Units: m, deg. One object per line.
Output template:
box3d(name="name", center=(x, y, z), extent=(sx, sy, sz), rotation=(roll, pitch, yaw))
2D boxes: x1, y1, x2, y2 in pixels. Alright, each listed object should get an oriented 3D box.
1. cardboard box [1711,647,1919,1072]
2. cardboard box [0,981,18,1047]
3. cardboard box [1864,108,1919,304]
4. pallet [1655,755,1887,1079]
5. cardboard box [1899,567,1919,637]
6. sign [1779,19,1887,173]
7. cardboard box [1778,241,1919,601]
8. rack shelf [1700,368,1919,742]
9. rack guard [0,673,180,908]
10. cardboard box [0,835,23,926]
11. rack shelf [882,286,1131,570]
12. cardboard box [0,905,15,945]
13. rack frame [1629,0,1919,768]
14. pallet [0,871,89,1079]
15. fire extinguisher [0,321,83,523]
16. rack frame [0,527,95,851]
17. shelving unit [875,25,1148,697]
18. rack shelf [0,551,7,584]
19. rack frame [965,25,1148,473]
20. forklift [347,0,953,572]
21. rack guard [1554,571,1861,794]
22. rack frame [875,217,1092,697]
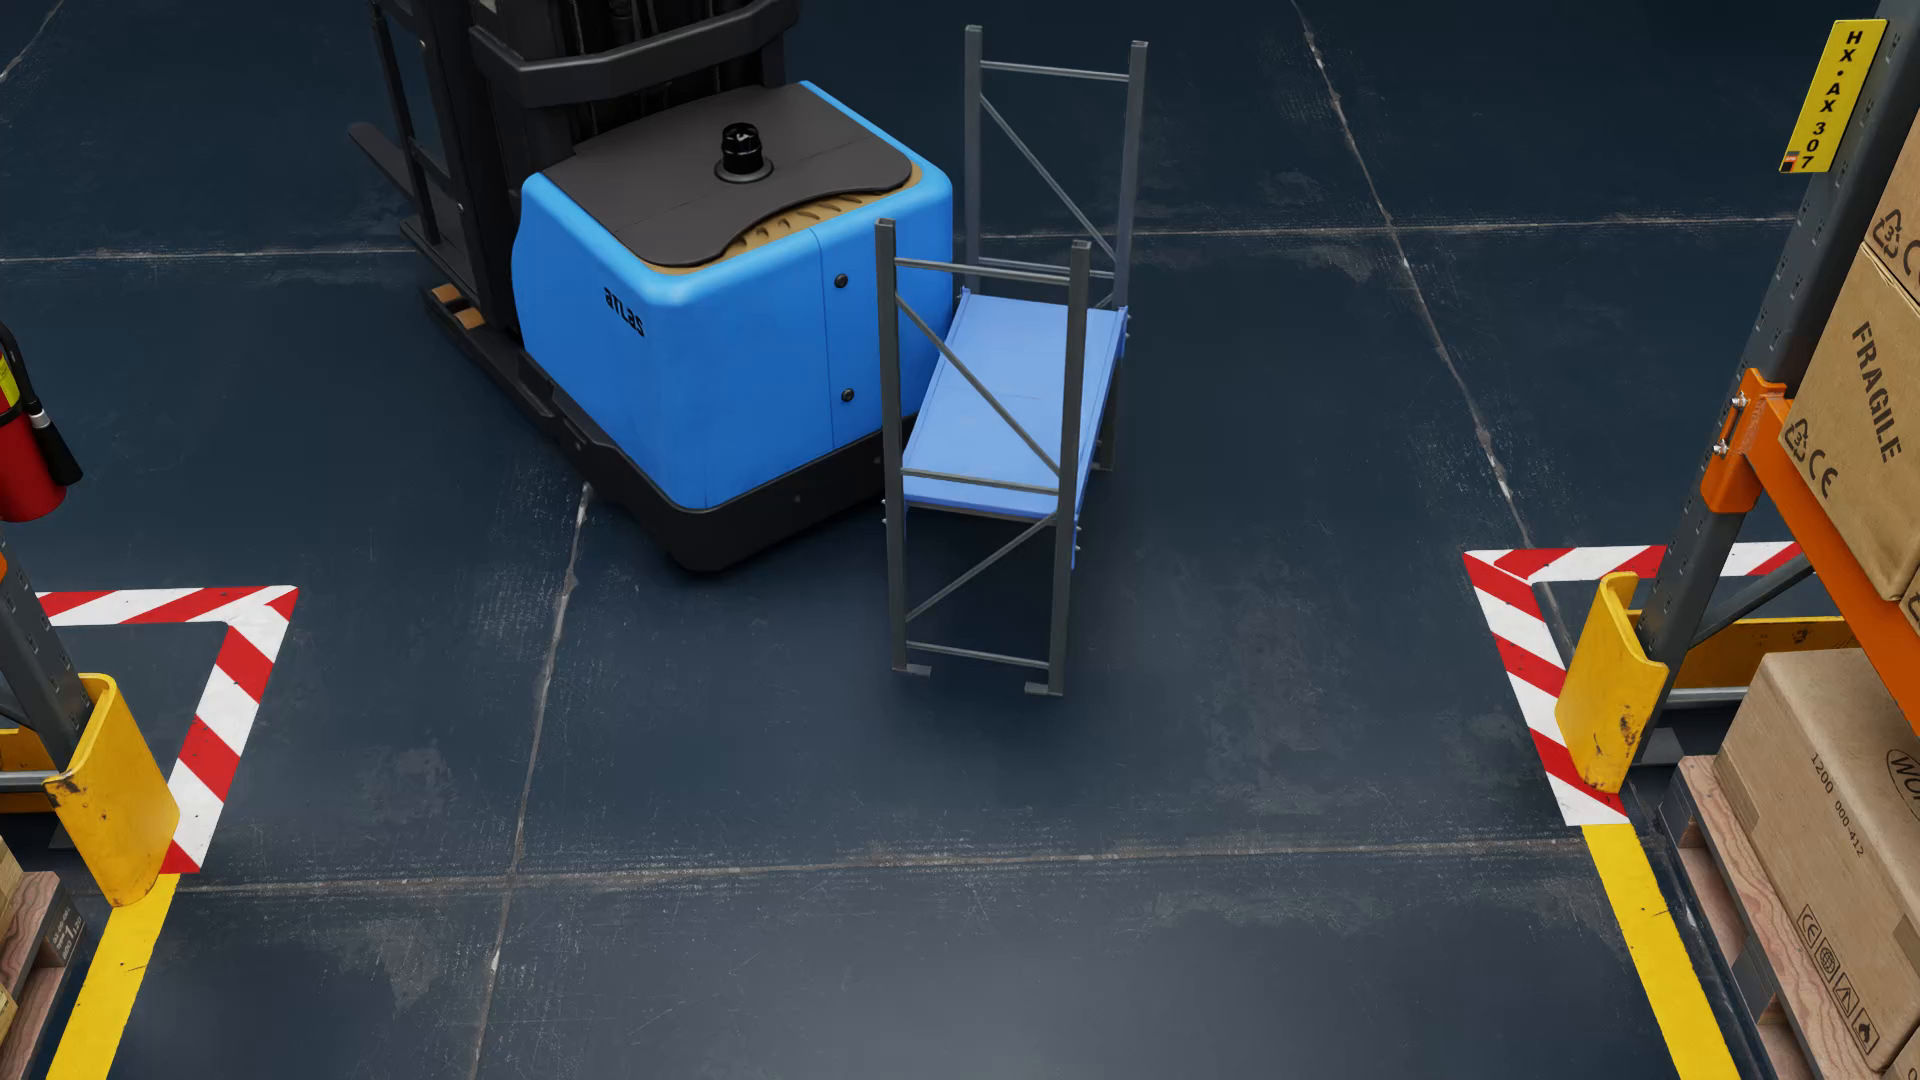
box3d(name="cardboard box", center=(2.402, 0.698, 3.854), extent=(0.875, 0.438, 0.875), rotation=(-3, 43, -3))
box3d(name="cardboard box", center=(-2.324, 1.092, 3.638), extent=(0.380, 0.149, 0.250), rotation=(0, 43, 0))
box3d(name="cardboard box", center=(2.010, -0.608, 2.879), extent=(0.500, 0.500, 0.500), rotation=(-3, 43, -3))
box3d(name="pallet", center=(2.386, 1.031, 3.969), extent=(1.003, 0.211, 1.213), rotation=(-2, 43, -2))
box3d(name="cardboard box", center=(2.057, 0.101, 2.846), extent=(0.500, 0.500, 0.500), rotation=(-2, 43, -2))
box3d(name="sign", center=(1.719, -0.871, 3.281), extent=(0.100, 0.325, 0.005), rotation=(-2, 43, -2))
box3d(name="cardboard box", center=(2.008, -0.239, 3.217), extent=(0.500, 0.500, 0.500), rotation=(-2, 43, -2))
box3d(name="rack shelf", center=(2.359, 1.081, 2.384), extent=(1.077, 0.370, 4.000), rotation=(-2, 43, -2))
box3d(name="rack guard", center=(-2.664, 0.648, 4.173), extent=(1.175, 0.500, 0.348), rotation=(-2, 43, -2))
box3d(name="cardboard box", center=(-2.360, 0.810, 3.725), extent=(0.380, 0.149, 0.250), rotation=(-3, 43, -3))
box3d(name="rack shelf", center=(0.156, -0.352, 4.790), extent=(0.538, 0.185, 1.000), rotation=(8, 43, 9))
box3d(name="cardboard box", center=(-2.436, 0.921, 3.824), extent=(0.380, 0.149, 0.250), rotation=(-1, 43, -1))
box3d(name="rack frame", center=(2.274, -0.535, 3.614), extent=(1.000, 3.000, 0.127), rotation=(-2, 43, -2))
box3d(name="pallet", center=(-2.665, 1.304, 3.671), extent=(1.003, 0.211, 1.213), rotation=(-2, 43, -2))
box3d(name="fire extinguisher", center=(-2.217, -0.342, 3.736), extent=(0.296, 0.674, 0.183), rotation=(-2, 43, -2))
box3d(name="rack frame", center=(-2.667, -0.325, 3.384), extent=(1.000, 3.000, 0.127), rotation=(-2, 43, -2))
box3d(name="shelving unit", center=(0.156, -0.484, 4.668), extent=(0.538, 1.500, 1.048), rotation=(8, 43, 9))
box3d(name="rack shelf", center=(-2.582, 1.291, 2.154), extent=(1.077, 0.370, 4.000), rotation=(-2, 43, -2))
box3d(name="rack frame", center=(0.262, -0.820, 5.035), extent=(0.500, 1.500, 0.032), rotation=(8, 43, 9))
box3d(name="forklift", center=(-1.302, -1.928, 5.185), extent=(1.130, 2.935, 3.031), rotation=(-28, 49, -27))
box3d(name="rack guard", center=(2.273, 0.370, 4.476), extent=(1.175, 0.500, 0.348), rotation=(-2, 43, -2))
box3d(name="rack frame", center=(0.051, -0.148, 4.302), extent=(0.500, 1.500, 0.032), rotation=(8, 43, 9))
